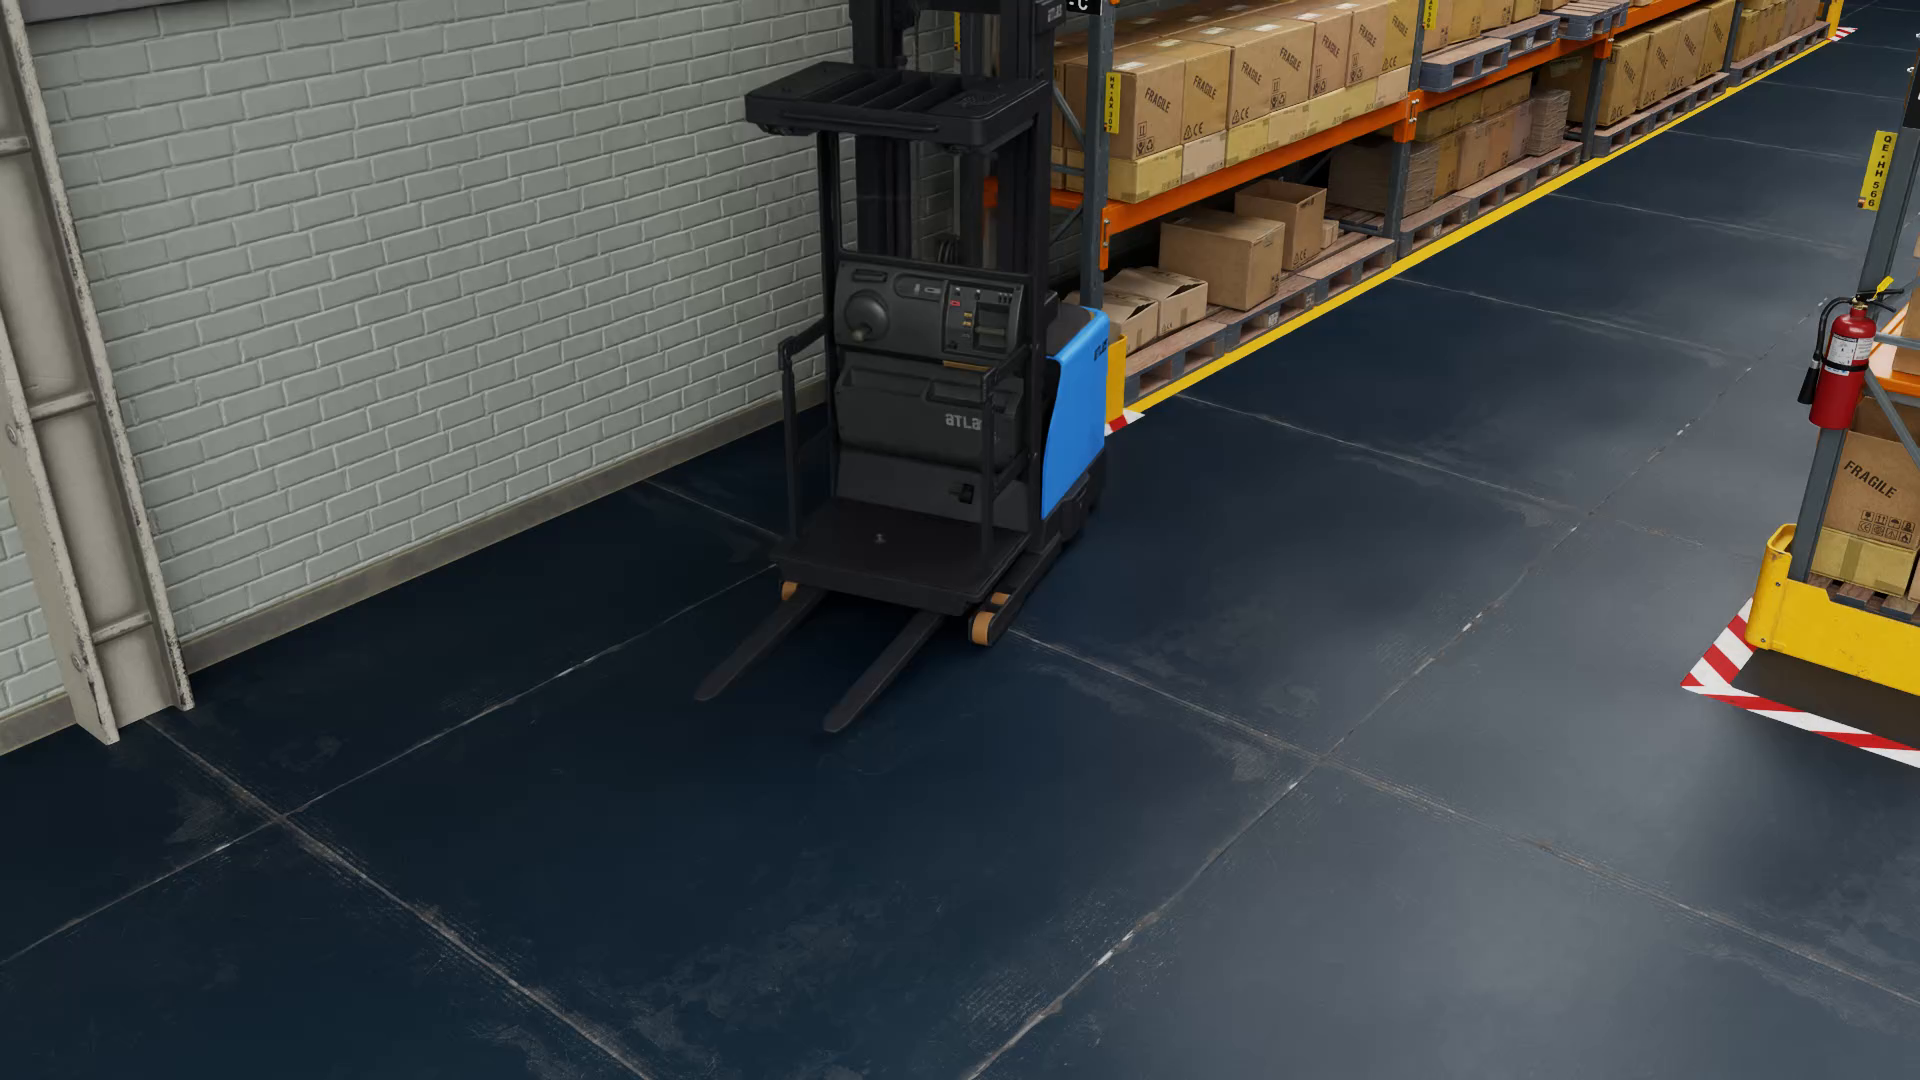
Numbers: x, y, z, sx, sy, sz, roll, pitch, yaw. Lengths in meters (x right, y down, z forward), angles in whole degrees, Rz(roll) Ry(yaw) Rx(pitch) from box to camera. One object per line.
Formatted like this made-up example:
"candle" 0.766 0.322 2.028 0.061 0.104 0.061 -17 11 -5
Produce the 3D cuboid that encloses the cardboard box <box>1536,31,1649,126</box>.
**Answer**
"cardboard box" 6.082 -4.492 16.051 0.750 0.750 0.750 20 34 34

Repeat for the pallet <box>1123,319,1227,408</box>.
"pallet" 1.017 -1.268 10.971 1.003 0.211 1.213 21 34 34

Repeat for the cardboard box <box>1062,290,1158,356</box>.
"cardboard box" 0.934 -1.422 10.681 0.500 0.311 0.500 17 32 29

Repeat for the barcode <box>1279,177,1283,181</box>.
"barcode" 2.440 -2.726 12.648 0.001 0.075 0.075 21 34 34

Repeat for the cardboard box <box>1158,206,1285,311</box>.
"cardboard box" 1.802 -1.953 11.503 0.700 0.500 0.500 18 33 31

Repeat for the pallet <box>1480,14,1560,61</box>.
"pallet" 4.285 -4.239 13.888 1.003 0.211 1.213 21 34 34

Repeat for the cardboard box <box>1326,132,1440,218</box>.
"cardboard box" 3.424 -2.971 13.469 0.700 0.500 0.500 22 35 36

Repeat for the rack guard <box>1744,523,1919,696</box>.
"rack guard" 4.234 0.364 7.503 1.175 0.500 0.348 21 34 34

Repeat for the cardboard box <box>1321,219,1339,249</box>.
"cardboard box" 2.651 -2.358 12.649 0.380 0.166 0.250 16 31 28

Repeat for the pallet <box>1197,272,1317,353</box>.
"pallet" 1.793 -1.698 11.803 1.003 0.211 1.213 21 34 34

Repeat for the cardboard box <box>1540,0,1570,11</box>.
"cardboard box" 4.887 -4.902 14.374 0.700 0.500 0.500 17 32 30

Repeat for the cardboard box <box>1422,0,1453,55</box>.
"cardboard box" 3.319 -4.030 12.688 0.700 0.500 0.500 21 34 35

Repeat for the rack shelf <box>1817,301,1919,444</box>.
"rack shelf" 5.521 -1.145 8.481 1.077 0.370 4.000 21 34 34

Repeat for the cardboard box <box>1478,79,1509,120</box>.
"cardboard box" 4.361 -3.818 14.291 0.500 0.250 0.500 21 34 34

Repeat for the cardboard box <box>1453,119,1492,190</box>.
"cardboard box" 4.070 -3.338 14.179 0.700 0.500 0.500 21 34 35

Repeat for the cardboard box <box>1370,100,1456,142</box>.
"cardboard box" 3.701 -3.461 13.601 0.500 0.250 0.500 20 33 33

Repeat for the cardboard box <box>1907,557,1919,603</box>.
"cardboard box" 4.762 0.155 7.722 0.500 0.250 0.500 21 34 34

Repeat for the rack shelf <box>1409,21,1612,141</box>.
"rack shelf" 4.241 -4.009 14.018 1.077 0.370 4.000 21 34 34

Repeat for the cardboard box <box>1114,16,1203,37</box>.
"cardboard box" 1.213 -3.066 10.738 0.500 0.500 0.500 20 33 33

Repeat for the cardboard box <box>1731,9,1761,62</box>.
"cardboard box" 8.612 -5.768 18.898 0.700 0.500 0.500 21 34 35

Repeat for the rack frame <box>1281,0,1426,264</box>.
"rack frame" 2.969 -3.620 12.482 1.000 3.000 0.127 21 34 34

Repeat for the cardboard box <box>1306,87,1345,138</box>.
"cardboard box" 2.270 -2.948 11.326 0.500 0.250 0.500 21 34 34

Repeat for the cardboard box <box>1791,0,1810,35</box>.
"cardboard box" 9.915 -6.496 20.305 0.700 0.500 0.500 21 34 34

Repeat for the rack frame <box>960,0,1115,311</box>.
"rack frame" 0.424 -2.201 9.741 1.000 3.000 0.127 21 34 34

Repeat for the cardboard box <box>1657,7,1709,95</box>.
"cardboard box" 7.181 -5.103 17.233 0.750 0.750 0.750 22 35 36

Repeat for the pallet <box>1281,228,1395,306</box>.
"pallet" 2.569 -2.133 12.643 1.003 0.211 1.213 21 34 34

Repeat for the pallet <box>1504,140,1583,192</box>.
"pallet" 5.015 -3.523 15.330 1.003 0.211 1.213 21 34 34

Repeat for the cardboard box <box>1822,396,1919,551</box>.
"cardboard box" 4.361 -0.330 7.844 0.500 0.500 0.500 21 34 34

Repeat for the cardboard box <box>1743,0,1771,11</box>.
"cardboard box" 8.971 -6.124 18.880 0.380 0.149 0.250 22 35 36

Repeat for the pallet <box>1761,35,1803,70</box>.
"pallet" 9.377 -5.899 19.923 1.003 0.211 1.213 21 34 34

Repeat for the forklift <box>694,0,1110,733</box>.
"forklift" -0.231 -1.025 7.541 1.130 2.935 3.031 11 29 20

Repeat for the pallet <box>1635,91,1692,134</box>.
"pallet" 6.849 -4.487 17.195 1.003 0.211 1.213 21 34 34

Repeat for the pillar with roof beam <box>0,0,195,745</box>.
"pillar with roof beam" -0.292 -1.982 2.787 9.100 9.000 0.400 21 34 34

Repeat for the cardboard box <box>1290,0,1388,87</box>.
"cardboard box" 2.593 -3.458 11.496 0.500 0.500 0.500 21 34 34

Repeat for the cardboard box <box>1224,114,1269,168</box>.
"cardboard box" 1.628 -2.591 10.636 0.500 0.250 0.500 20 34 34

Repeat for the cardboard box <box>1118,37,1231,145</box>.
"cardboard box" 1.282 -2.731 10.089 0.500 0.500 0.500 21 34 35

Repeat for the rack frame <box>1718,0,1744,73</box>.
"rack frame" 8.057 -6.456 17.965 1.000 3.000 0.127 21 34 34

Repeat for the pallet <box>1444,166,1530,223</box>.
"pallet" 4.238 -3.092 14.497 1.003 0.211 1.213 21 34 34

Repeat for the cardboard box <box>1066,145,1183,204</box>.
"cardboard box" 0.980 -2.224 9.926 0.500 0.250 0.500 20 33 33

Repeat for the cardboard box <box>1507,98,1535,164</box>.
"cardboard box" 4.678 -3.704 14.887 0.700 0.500 0.500 21 34 34

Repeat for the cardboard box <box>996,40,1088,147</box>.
"cardboard box" 0.560 -2.706 10.042 0.500 0.500 0.500 20 34 34

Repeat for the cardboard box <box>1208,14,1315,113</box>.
"cardboard box" 1.935 -3.098 10.800 0.500 0.500 0.500 22 35 36

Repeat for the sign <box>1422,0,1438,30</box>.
"sign" 3.392 -3.848 11.982 0.100 0.325 0.005 21 34 34

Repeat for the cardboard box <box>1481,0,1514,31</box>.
"cardboard box" 4.074 -4.469 13.536 0.500 0.500 0.700 -23 35 -37

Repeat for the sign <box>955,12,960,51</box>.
"sign" 0.009 -3.025 9.730 0.100 0.325 0.005 21 34 34

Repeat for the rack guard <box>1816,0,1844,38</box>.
"rack guard" 10.617 -6.773 21.297 1.175 0.500 0.348 21 34 34

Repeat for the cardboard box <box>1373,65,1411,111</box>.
"cardboard box" 2.901 -3.305 12.016 0.500 0.250 0.500 21 34 35

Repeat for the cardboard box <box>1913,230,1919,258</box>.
"cardboard box" 4.345 -1.279 7.142 0.380 0.149 0.250 20 33 34

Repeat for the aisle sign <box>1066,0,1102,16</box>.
"aisle sign" 0.610 -3.243 8.925 0.394 0.787 0.004 21 34 34

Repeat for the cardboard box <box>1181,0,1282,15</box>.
"cardboard box" 1.855 -3.432 11.445 0.500 0.500 0.500 22 34 36

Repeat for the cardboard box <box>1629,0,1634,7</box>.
"cardboard box" 6.068 -5.071 15.539 0.380 0.149 0.250 21 34 35

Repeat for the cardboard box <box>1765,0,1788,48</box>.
"cardboard box" 9.262 -6.126 19.591 0.700 0.500 0.500 22 34 36

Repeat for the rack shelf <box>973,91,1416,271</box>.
"rack shelf" 1.696 -2.591 11.277 1.077 0.370 4.000 21 34 34
